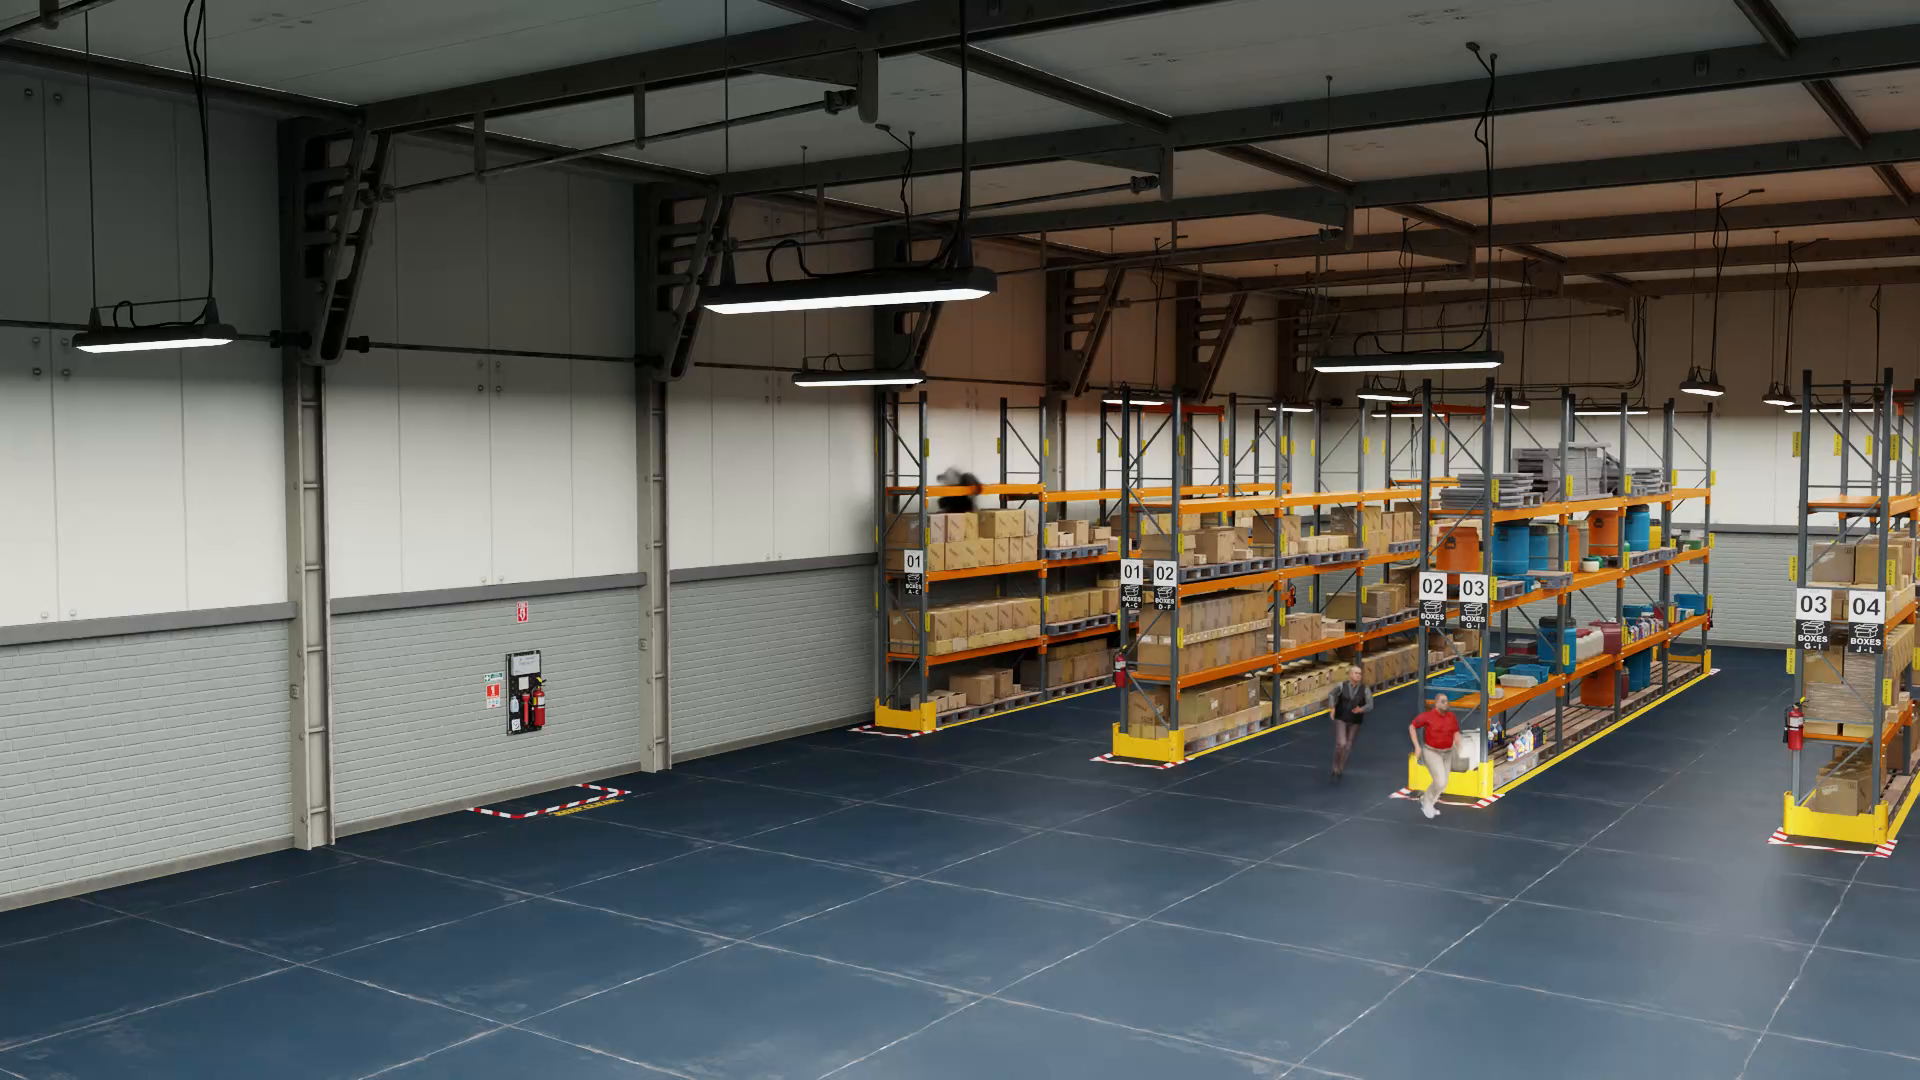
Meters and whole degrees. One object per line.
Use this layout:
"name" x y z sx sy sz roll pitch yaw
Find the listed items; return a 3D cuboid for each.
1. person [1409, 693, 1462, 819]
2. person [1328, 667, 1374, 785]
"person" 6.450 2.909 22.352 0.632 1.702 0.746 -1 3 -21
"person" 5.872 2.776 25.015 0.642 1.758 0.712 0 3 1
